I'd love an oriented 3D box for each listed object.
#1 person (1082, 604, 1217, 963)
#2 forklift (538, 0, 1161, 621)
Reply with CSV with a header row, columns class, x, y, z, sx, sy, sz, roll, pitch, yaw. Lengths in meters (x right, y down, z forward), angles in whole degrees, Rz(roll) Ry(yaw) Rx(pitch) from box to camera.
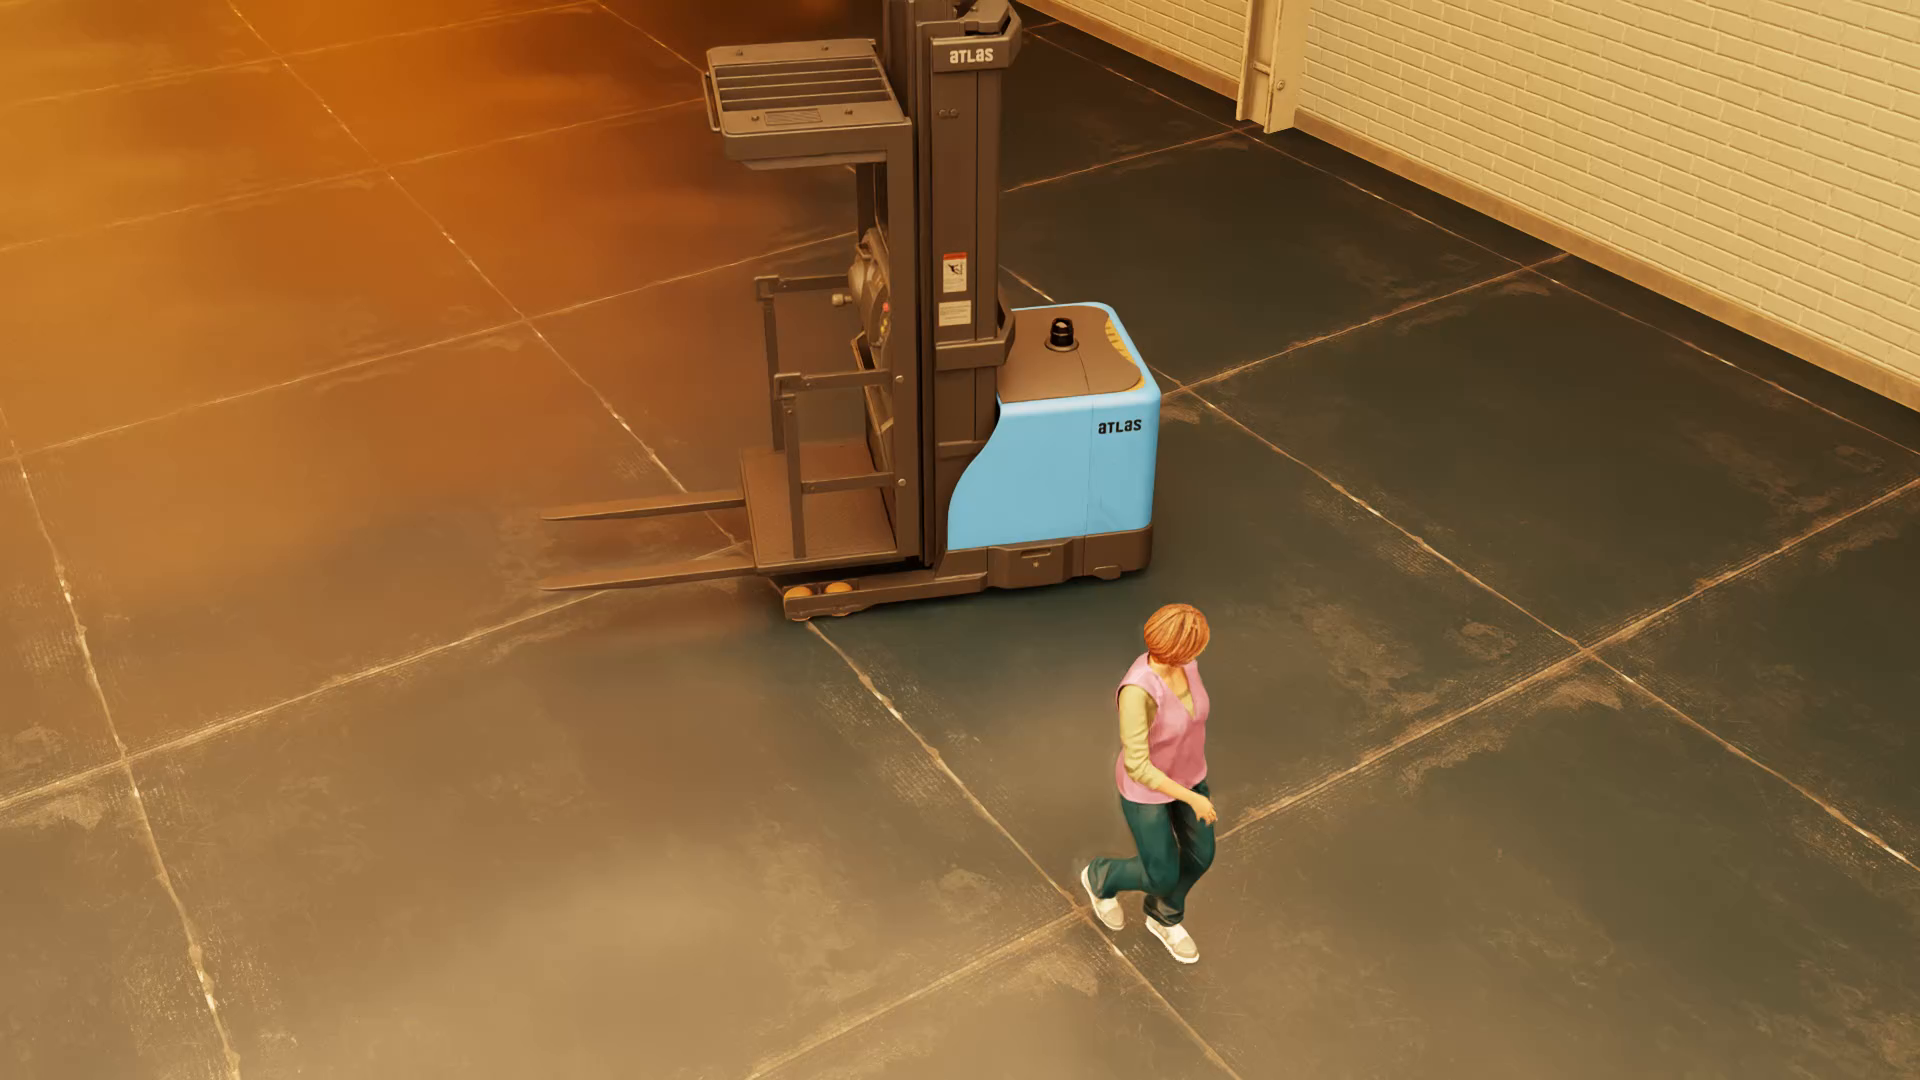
class,x,y,z,sx,sy,sz,roll,pitch,yaw
person,0.779,0.880,6.104,0.595,1.555,0.533,-27,43,-32
forklift,-0.599,-1.134,7.761,3.031,2.935,1.130,-6,36,-9
